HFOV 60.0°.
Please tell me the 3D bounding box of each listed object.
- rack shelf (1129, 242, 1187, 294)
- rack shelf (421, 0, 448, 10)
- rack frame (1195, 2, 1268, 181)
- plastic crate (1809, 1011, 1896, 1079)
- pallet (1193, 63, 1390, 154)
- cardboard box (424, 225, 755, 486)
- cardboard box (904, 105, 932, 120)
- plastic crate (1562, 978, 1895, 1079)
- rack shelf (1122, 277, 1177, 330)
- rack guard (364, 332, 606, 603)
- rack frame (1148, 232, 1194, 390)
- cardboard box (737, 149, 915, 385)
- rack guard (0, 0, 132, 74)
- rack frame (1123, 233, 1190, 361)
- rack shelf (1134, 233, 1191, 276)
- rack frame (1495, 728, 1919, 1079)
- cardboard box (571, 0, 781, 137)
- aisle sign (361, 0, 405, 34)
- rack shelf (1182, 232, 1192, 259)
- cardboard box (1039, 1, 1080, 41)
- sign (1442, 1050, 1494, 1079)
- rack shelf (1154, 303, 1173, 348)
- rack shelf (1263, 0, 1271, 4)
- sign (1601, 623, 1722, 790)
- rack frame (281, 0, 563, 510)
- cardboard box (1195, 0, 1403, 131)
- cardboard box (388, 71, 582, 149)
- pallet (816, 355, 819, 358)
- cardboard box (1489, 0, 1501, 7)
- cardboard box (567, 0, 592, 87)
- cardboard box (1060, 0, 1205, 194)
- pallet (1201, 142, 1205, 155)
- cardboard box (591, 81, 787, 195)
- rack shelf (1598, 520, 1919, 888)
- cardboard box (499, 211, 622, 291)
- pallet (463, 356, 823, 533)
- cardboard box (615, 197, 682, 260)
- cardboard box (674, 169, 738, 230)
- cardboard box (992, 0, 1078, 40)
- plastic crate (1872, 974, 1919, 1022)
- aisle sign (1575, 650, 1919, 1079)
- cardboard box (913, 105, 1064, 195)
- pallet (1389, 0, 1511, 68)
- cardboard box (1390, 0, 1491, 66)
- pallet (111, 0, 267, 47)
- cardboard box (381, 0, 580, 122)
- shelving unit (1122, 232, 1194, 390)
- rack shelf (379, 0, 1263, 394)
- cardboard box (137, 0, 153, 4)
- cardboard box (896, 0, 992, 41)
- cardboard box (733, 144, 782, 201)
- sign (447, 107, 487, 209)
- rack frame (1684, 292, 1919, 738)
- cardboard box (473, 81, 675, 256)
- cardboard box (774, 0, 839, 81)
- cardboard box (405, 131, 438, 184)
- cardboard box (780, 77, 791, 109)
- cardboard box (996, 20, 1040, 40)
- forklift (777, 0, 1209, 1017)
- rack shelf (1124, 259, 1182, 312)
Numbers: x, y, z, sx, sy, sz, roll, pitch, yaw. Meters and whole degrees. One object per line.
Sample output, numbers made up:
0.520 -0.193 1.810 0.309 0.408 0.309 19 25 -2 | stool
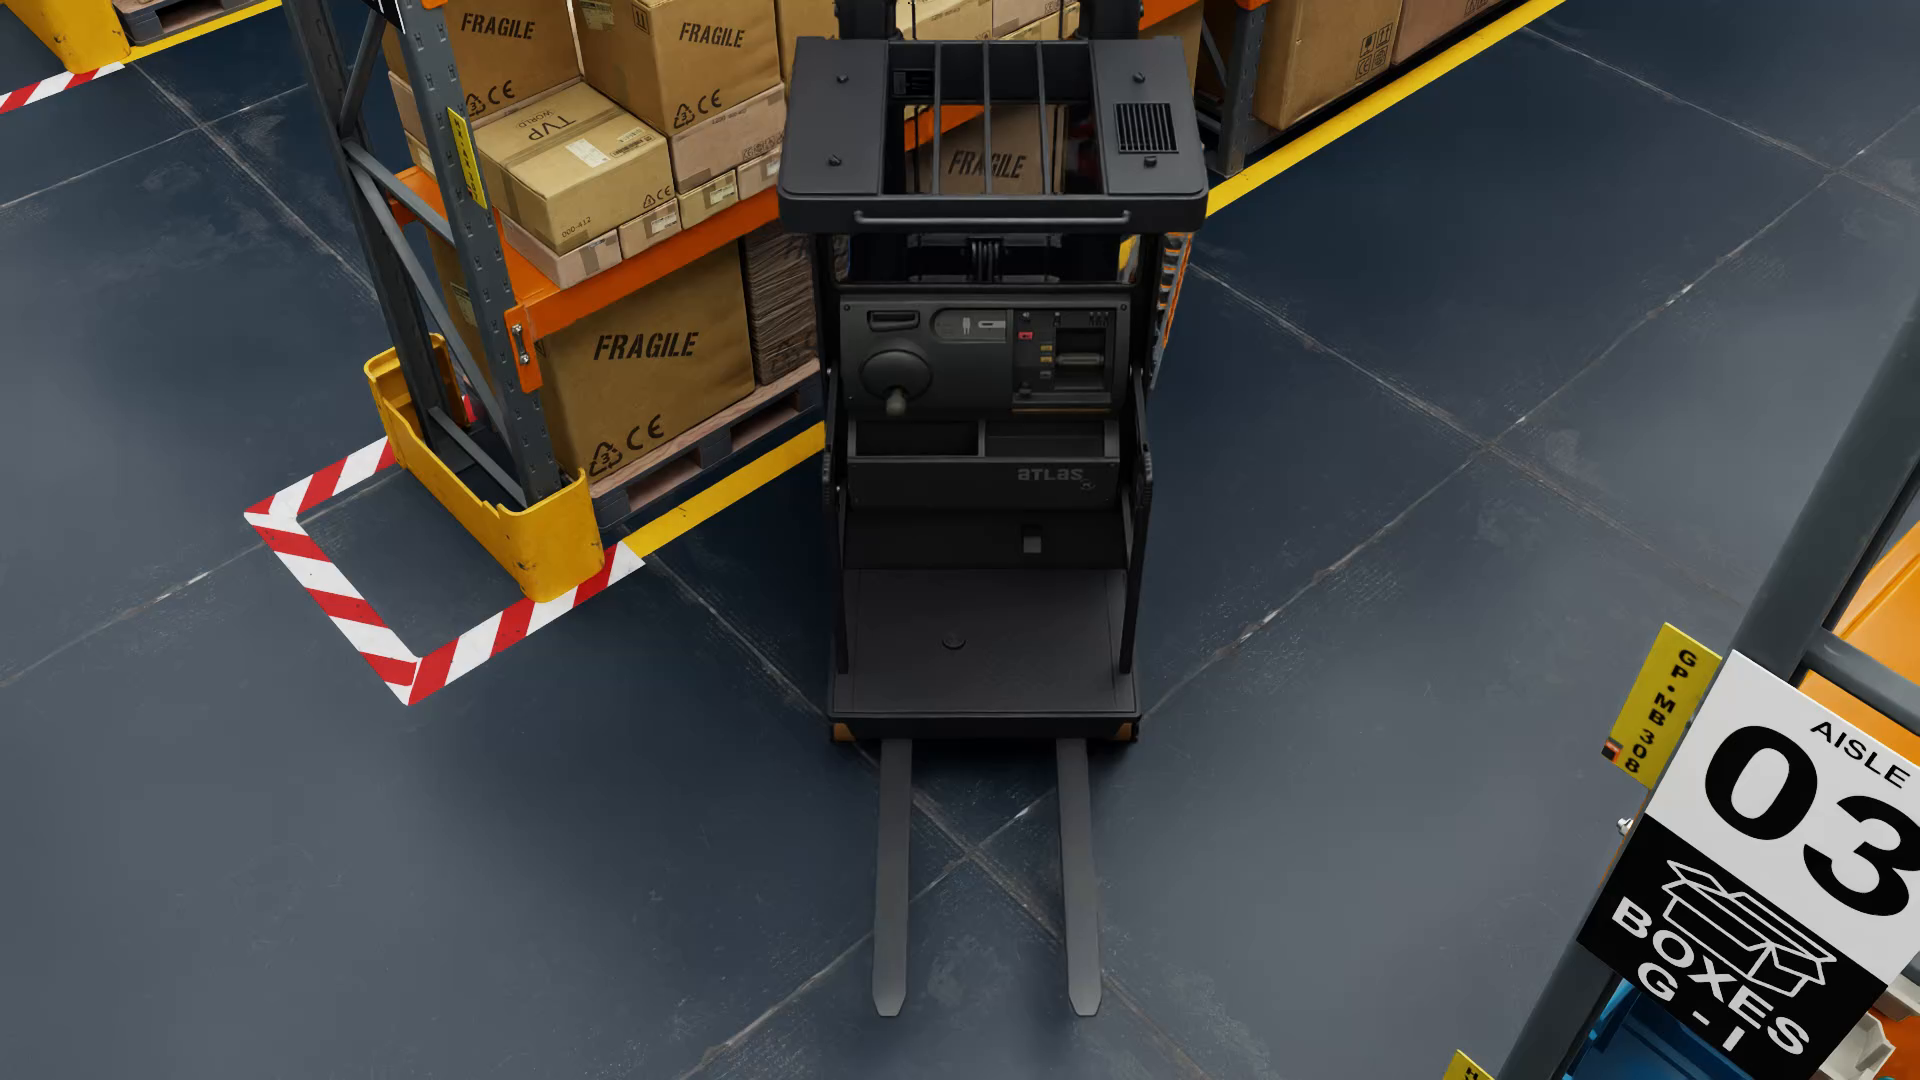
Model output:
0.909 -1.260 7.703 0.258 0.180 0.103 11 53 10 | rack shelf
-0.416 -2.926 5.857 4.000 0.370 1.077 -34 56 -27 | rack shelf
1.064 -3.142 7.608 0.127 3.000 1.000 -34 56 -27 | rack frame
1.918 1.097 3.836 0.243 0.136 0.396 -34 56 -27 | plastic crate
1.584 -2.619 9.023 1.213 0.211 1.003 -34 56 -27 | pallet
-1.476 -0.946 6.742 0.875 0.875 0.875 -34 56 -27 | cardboard box
-0.274 -1.836 6.574 0.250 0.149 0.380 -35 56 -28 | cardboard box
1.558 1.230 3.509 0.499 0.435 0.616 -34 56 -27 | plastic crate
0.849 -1.076 7.561 0.258 0.180 0.103 11 53 10 | rack shelf
-1.914 -0.305 6.691 0.348 0.500 1.175 -34 56 -27 | rack guard
0.892 -1.146 7.731 0.240 0.006 1.200 11 53 10 | rack frame
-0.803 -1.396 7.157 0.875 0.875 0.875 -34 56 -27 | cardboard box
-5.101 -3.101 9.271 0.348 0.500 1.175 -34 56 -27 | rack guard
0.888 -1.259 7.587 0.240 0.006 1.200 11 53 10 | rack frame
0.939 -1.352 7.774 0.258 0.180 0.103 11 53 10 | rack shelf
1.436 1.529 3.298 0.127 3.000 1.000 -34 56 -27 | rack frame
-0.989 -1.806 5.765 0.500 0.500 0.500 -35 56 -28 | cardboard box
-1.747 -1.847 4.644 0.004 0.787 0.394 -34 56 -27 | aisle sign
0.969 -1.444 7.845 0.258 0.180 0.103 11 53 10 | rack shelf
0.297 -2.219 6.927 0.250 0.149 0.380 -33 55 -27 | cardboard box
1.054 1.183 3.507 0.005 0.325 0.100 -34 56 -27 | sign
0.819 -0.984 7.490 0.258 0.180 0.103 11 53 10 | rack shelf
2.544 -3.887 8.785 4.000 0.370 1.077 -34 56 -27 | rack shelf
1.054 0.256 2.503 0.005 0.325 0.100 -34 56 -27 | sign
-1.896 -1.164 5.783 0.127 3.000 1.000 -34 56 -27 | rack frame
1.524 -2.891 8.536 0.875 0.875 1.225 -34 56 -27 | cardboard box
-1.716 -1.598 6.083 0.500 0.250 0.500 -35 56 -28 | cardboard box
-0.454 -1.256 7.766 1.213 0.211 1.003 -34 56 -27 | pallet
2.834 -3.775 9.352 0.875 0.875 1.225 -34 56 -27 | cardboard box
-1.340 -1.848 6.314 0.500 0.250 0.500 -35 56 -28 | cardboard box
0.522 -2.281 7.973 0.875 0.875 0.875 -34 56 -27 | cardboard box
0.449 -1.863 8.325 1.213 0.211 1.003 -34 56 -27 | pallet
-0.979 -1.565 6.053 0.500 0.250 0.500 -34 56 -28 | cardboard box
2.916 -0.233 3.372 4.000 0.370 1.077 -34 56 -27 | rack shelf
-1.411 -1.075 5.872 0.250 0.149 0.380 -33 55 -27 | cardboard box
-1.357 -0.656 7.212 1.213 0.211 1.003 -34 56 -27 | pallet
-1.222 -1.203 5.990 0.250 0.149 0.380 -35 56 -28 | cardboard box
-1.033 -1.329 6.107 0.250 0.149 0.380 -35 56 -28 | cardboard box
0.155 -2.321 6.750 0.500 0.250 0.500 -33 55 -26 | cardboard box
2.142 0.961 3.961 0.243 0.136 0.396 -34 56 -27 | plastic crate
1.186 0.524 2.457 0.004 0.787 0.394 -34 56 -27 | aisle sign
-0.144 -1.836 7.563 0.875 0.875 0.875 -34 56 -27 | cardboard box
2.487 -3.225 9.582 1.213 0.211 1.003 -34 56 -27 | pallet
2.184 -3.333 8.945 0.875 0.875 1.225 -36 57 -28 | cardboard box
-4.477 -3.386 9.730 1.213 0.211 1.003 -34 56 -27 | pallet
-1.712 -1.852 5.807 0.500 0.500 0.500 -33 55 -27 | cardboard box
0.890 -1.202 7.659 0.258 0.189 1.200 11 53 10 | shelving unit
-0.416 -1.909 6.960 4.000 0.370 1.077 -34 56 -27 | rack shelf
-4.555 -3.172 9.290 0.250 0.149 0.380 -33 55 -26 | cardboard box
-0.222 -2.072 6.521 0.500 0.250 0.500 -35 56 -28 | cardboard box
-0.841 -1.459 6.226 0.250 0.149 0.380 -35 56 -28 | cardboard box
-1.527 -1.180 5.155 0.005 0.325 0.100 -34 56 -27 | sign
1.436 -0.505 1.093 0.127 3.000 1.000 -34 56 -27 | rack frame
-1.359 -1.305 5.812 0.500 0.250 0.500 -35 56 -28 | cardboard box
-0.610 -2.066 6.004 0.500 0.500 0.500 -35 56 -28 | cardboard box
-1.854 -1.434 6.203 0.250 0.149 0.380 -33 55 -27 | cardboard box
-0.605 -1.812 6.280 0.500 0.250 0.500 -36 57 -28 | cardboard box
0.108 -2.092 6.810 0.250 0.149 0.380 -35 56 -28 | cardboard box
0.083 -0.495 5.212 1.130 2.935 3.031 0 47 0 | forklift
0.879 -1.168 7.632 0.258 0.180 0.103 11 53 10 | rack shelf
